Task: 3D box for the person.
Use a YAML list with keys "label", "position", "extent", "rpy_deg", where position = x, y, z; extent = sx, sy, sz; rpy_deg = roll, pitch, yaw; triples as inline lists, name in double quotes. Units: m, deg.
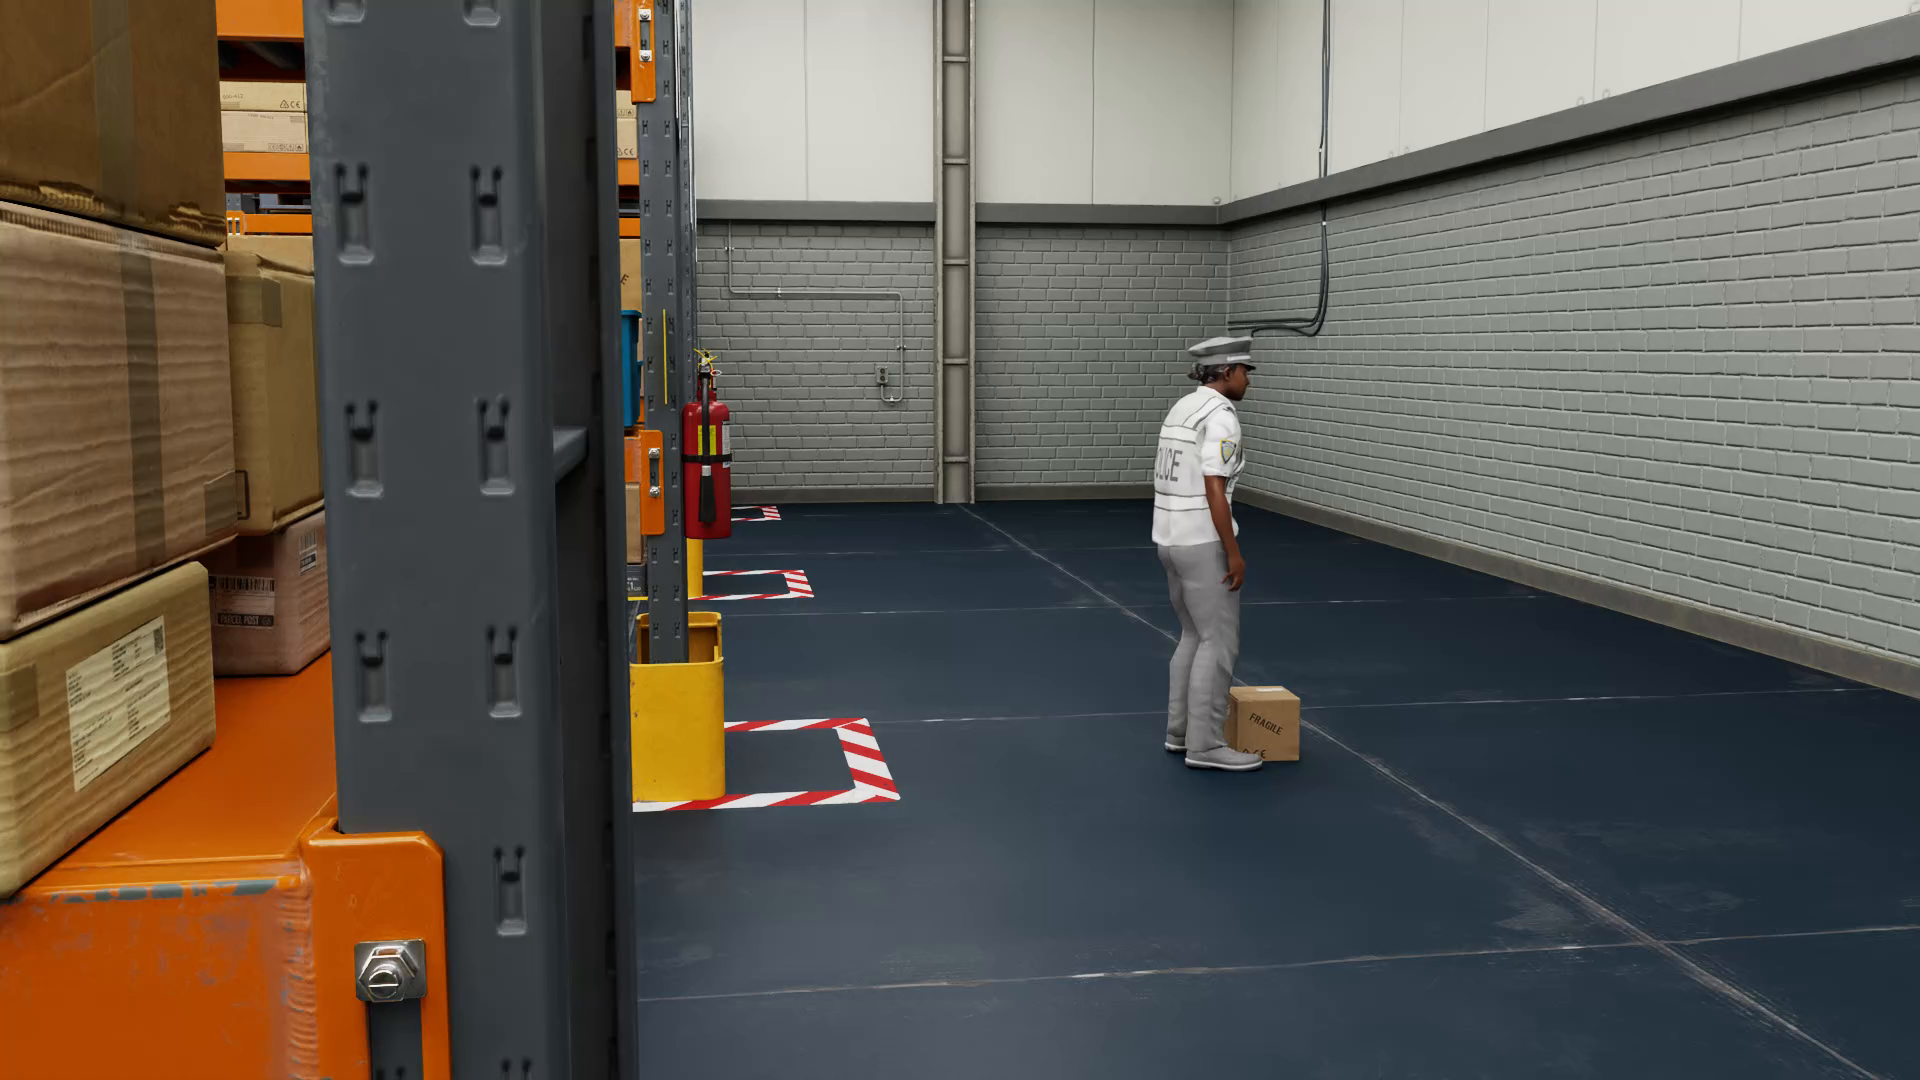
- label: "person"
  position: [0.967, 0.037, 6.513]
  extent: [0.393, 1.662, 0.527]
  rpy_deg: [-1, 7, -11]
